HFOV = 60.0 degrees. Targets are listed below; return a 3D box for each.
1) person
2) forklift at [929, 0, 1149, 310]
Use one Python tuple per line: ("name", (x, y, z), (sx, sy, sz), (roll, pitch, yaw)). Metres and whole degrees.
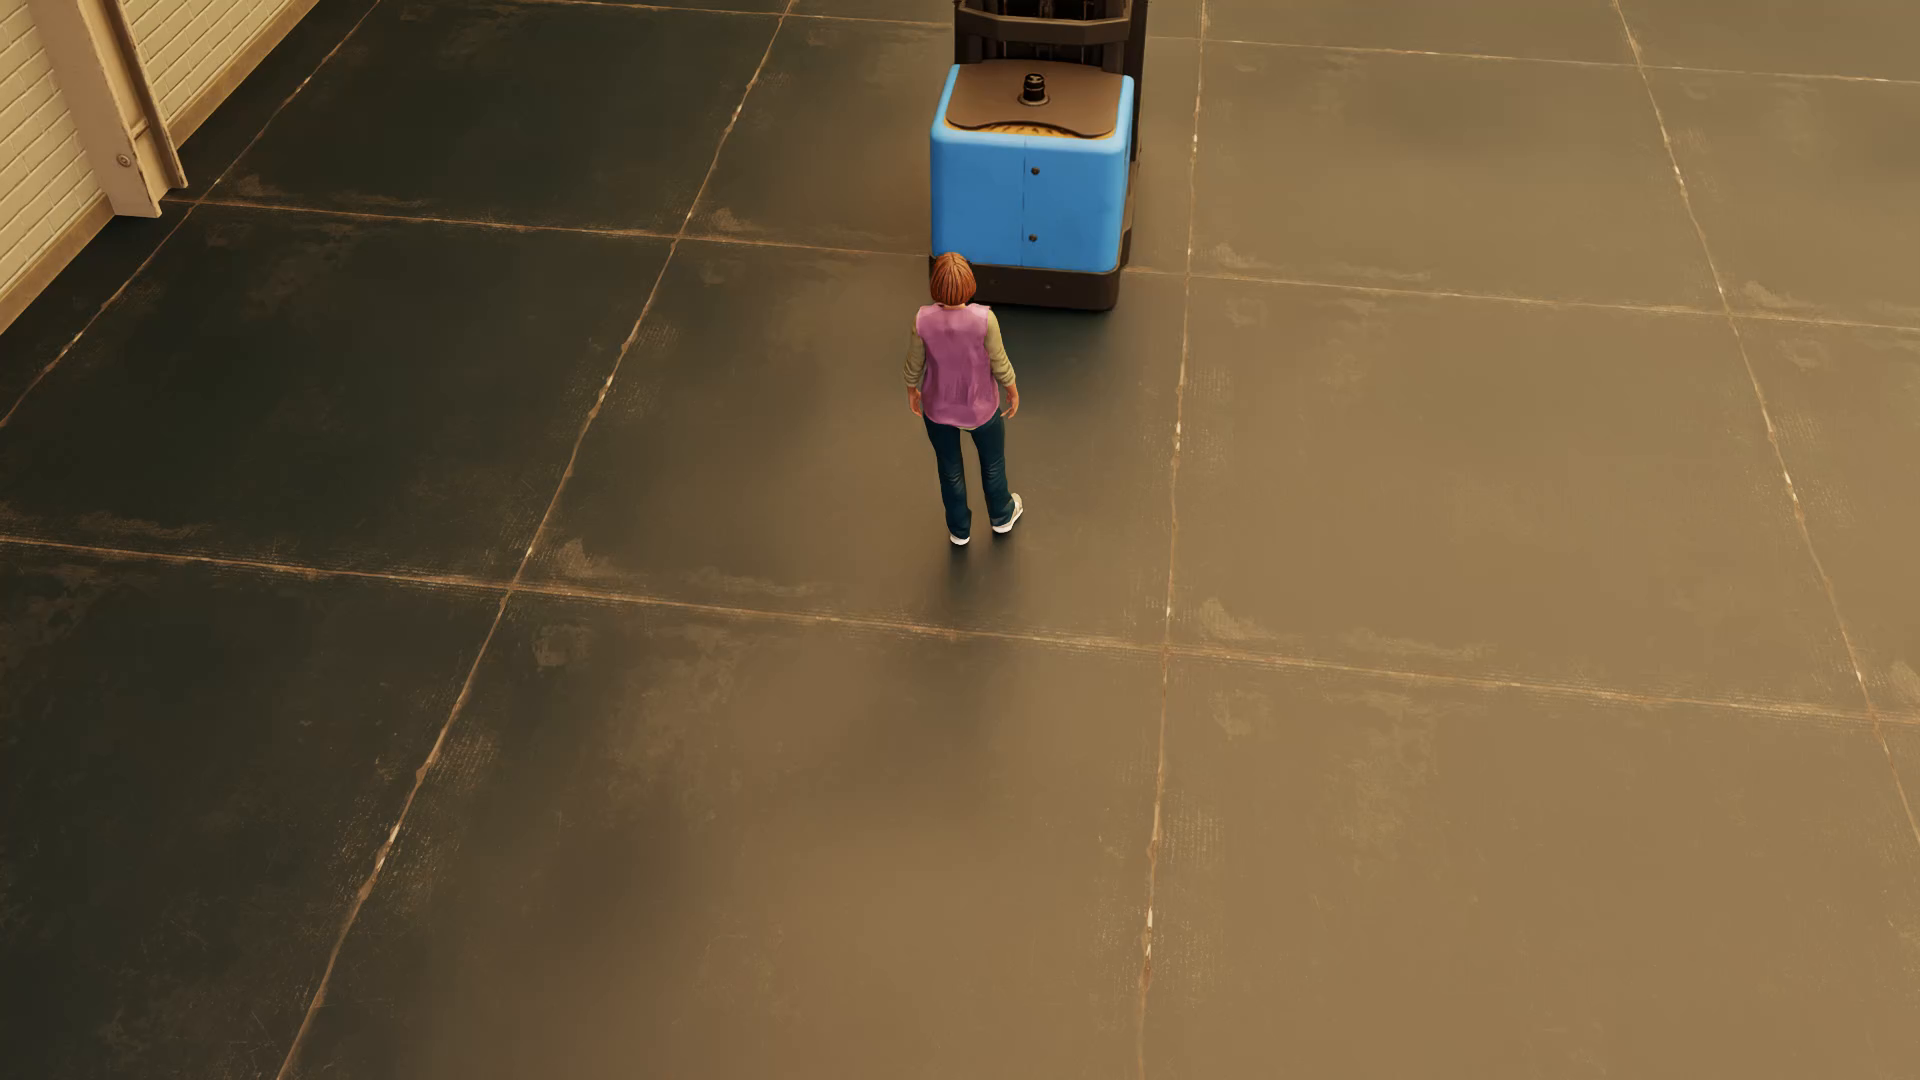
("person", (0.024, -0.642, 7.399), (0.520, 1.599, 0.473), (5, 43, 6))
("forklift", (0.546, -3.345, 9.366), (1.130, 2.935, 3.031), (5, 43, 6))
